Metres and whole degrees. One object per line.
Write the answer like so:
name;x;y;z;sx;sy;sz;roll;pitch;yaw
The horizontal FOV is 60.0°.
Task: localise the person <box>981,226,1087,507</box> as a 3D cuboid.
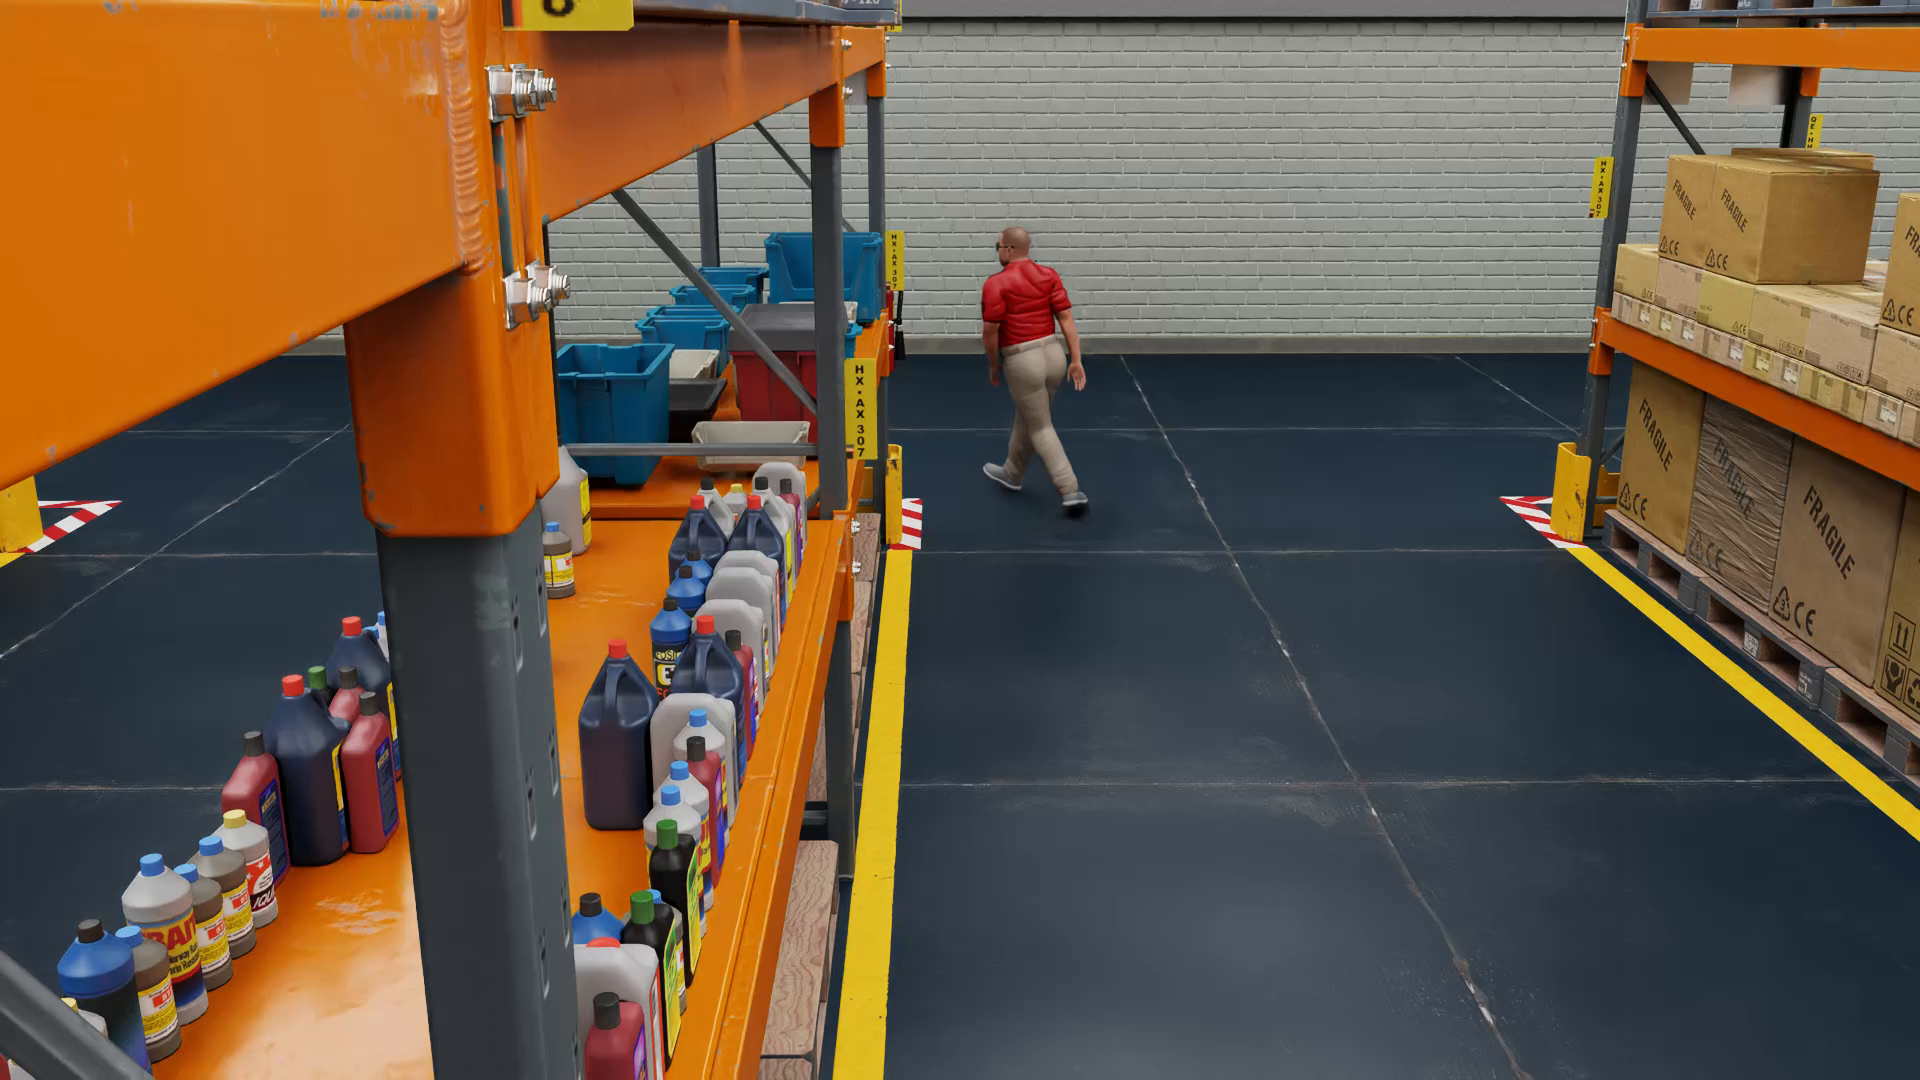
person;0.373;-1.050;10.037;0.555;1.664;0.957;-11;20;-33
